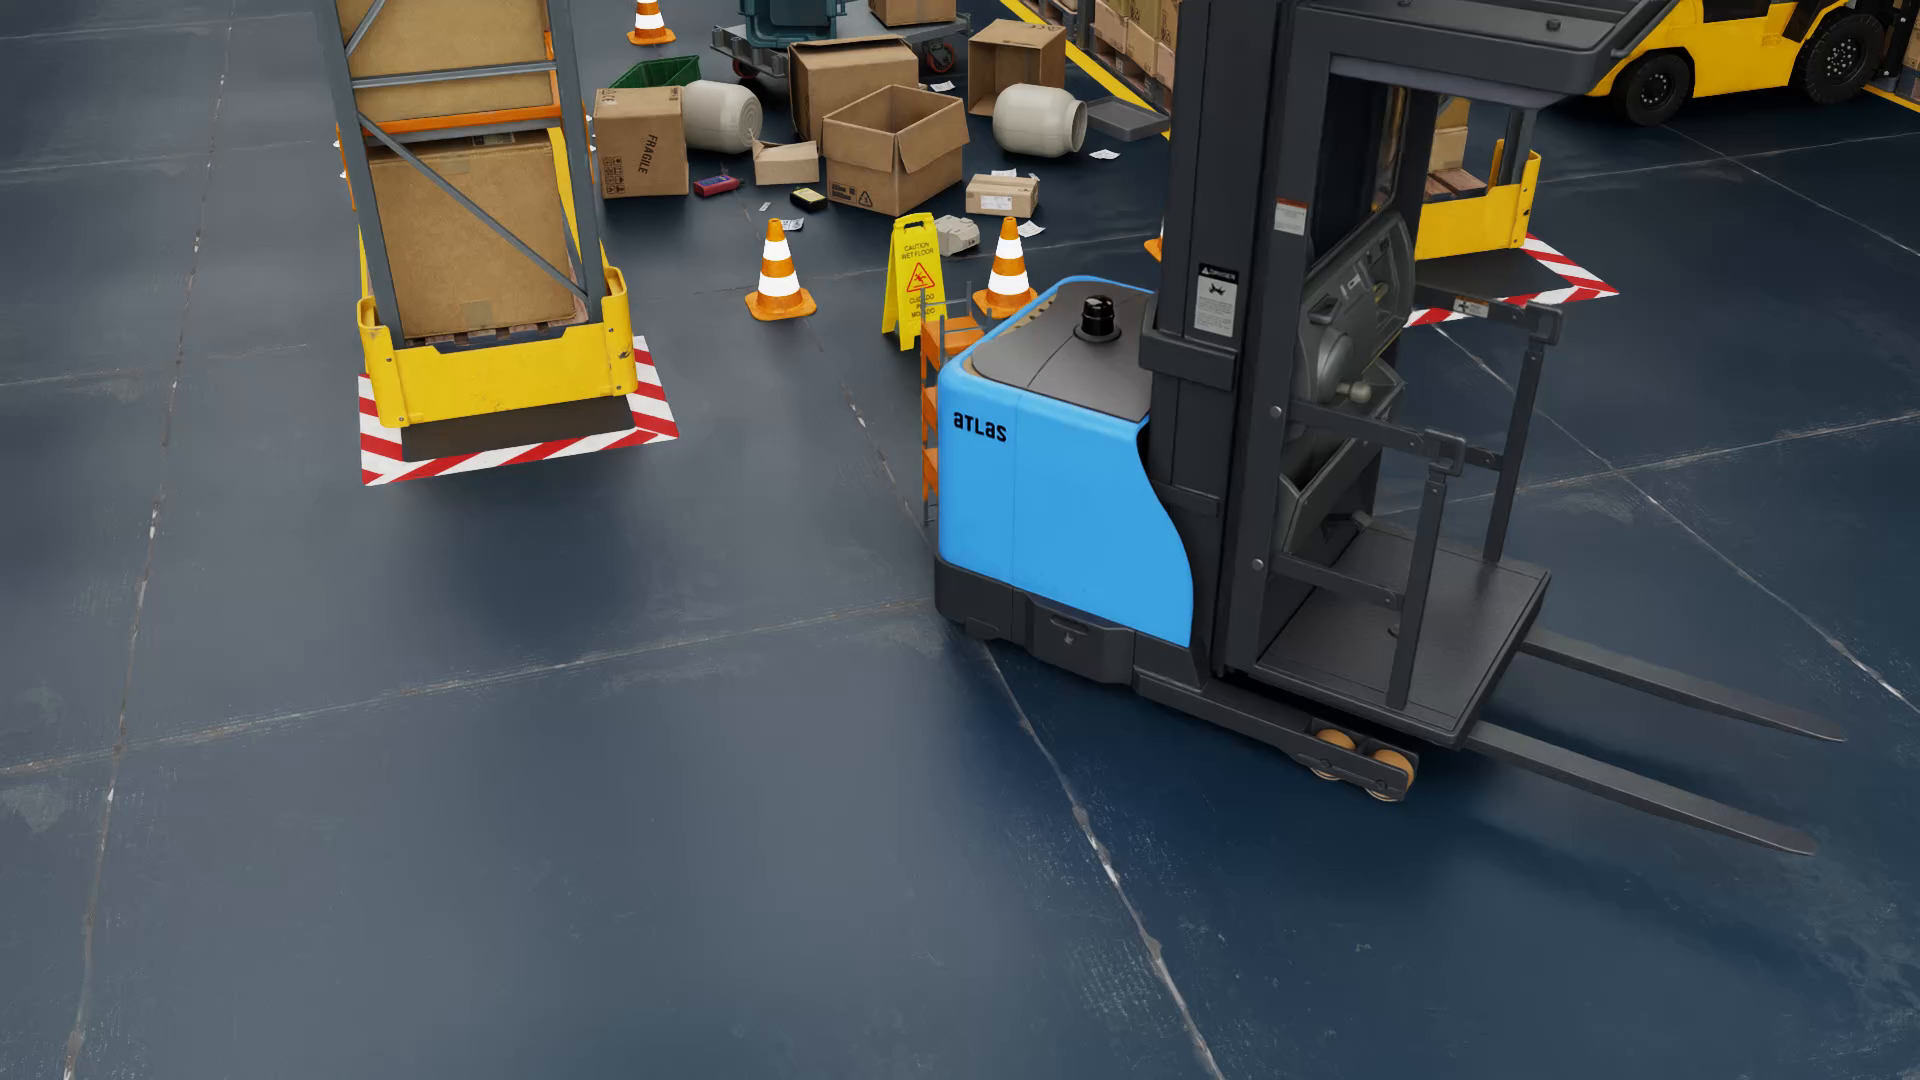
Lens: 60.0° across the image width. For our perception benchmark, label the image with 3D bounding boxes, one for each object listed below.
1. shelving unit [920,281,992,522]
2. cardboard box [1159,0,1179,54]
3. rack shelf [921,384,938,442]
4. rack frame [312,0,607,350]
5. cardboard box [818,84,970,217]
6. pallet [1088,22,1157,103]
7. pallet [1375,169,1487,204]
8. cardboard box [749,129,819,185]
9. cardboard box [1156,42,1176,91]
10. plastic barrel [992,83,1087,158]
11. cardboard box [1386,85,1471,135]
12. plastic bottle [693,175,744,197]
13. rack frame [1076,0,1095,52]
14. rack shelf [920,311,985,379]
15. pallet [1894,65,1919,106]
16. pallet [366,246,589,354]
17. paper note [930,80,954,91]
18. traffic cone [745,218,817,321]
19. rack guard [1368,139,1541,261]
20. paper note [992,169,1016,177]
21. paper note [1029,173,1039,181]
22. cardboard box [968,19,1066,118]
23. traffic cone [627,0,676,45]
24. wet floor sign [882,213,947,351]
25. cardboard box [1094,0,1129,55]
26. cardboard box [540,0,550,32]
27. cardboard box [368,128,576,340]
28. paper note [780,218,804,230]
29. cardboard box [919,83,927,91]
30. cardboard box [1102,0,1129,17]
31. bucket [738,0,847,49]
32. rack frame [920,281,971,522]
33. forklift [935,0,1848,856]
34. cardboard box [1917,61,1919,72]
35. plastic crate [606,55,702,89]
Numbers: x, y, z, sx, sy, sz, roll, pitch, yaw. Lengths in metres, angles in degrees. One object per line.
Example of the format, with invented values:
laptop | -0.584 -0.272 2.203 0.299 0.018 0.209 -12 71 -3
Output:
shelving unit | -0.016 -0.466 6.503 0.215 1.050 0.252 -10 35 -15
cardboard box | 1.601 -3.368 10.560 0.500 0.500 0.500 -8 34 -12
rack shelf | -0.016 -0.457 6.509 0.215 0.259 0.240 -10 35 -15
rack frame | -2.116 -1.949 6.978 1.000 3.000 0.127 -10 35 -15
cardboard box | -0.380 -2.289 9.758 0.637 0.503 0.797 19 38 26
pallet | 1.585 -3.424 11.741 1.003 0.211 1.213 -10 35 -15
pallet | 2.330 -2.143 9.802 1.003 0.211 1.213 -10 35 -15
cardboard box | -1.058 -2.315 10.013 0.396 0.266 0.258 -4 34 -6
cardboard box | 1.608 -3.051 10.759 0.500 0.250 0.500 -10 35 -15
plastic barrel | 0.495 -2.589 10.284 0.512 0.421 0.421 13 36 18
cardboard box | 2.577 -2.657 9.484 0.500 0.500 0.500 -11 35 -16
plastic bottle | -1.432 -2.117 9.898 0.283 0.061 0.133 -23 40 -31
rack frame | 1.347 -4.934 11.496 1.000 3.000 0.127 -10 35 -15
rack shelf | -0.016 -0.694 6.352 0.215 0.259 0.240 -10 35 -15
pallet | 7.020 -2.902 10.950 1.003 0.211 1.213 -10 35 -15
pallet | -2.435 -1.192 8.362 1.003 0.211 1.213 -10 35 -15
paper note | -0.116 -3.130 11.460 0.148 0.019 0.142 -10 35 -15
traffic cone | -0.926 -1.408 8.461 0.336 0.463 0.334 -10 35 -15
rack guard | 2.544 -1.831 9.068 1.175 0.500 0.348 -10 35 -15
paper note | 0.267 -2.223 10.097 0.148 0.019 0.142 1 33 2
paper note | 0.449 -2.197 10.066 0.032 0.001 0.123 -10 35 -15
cardboard box | 0.378 -3.101 10.987 0.500 0.500 0.500 13 36 18
traffic cone | -2.307 -3.948 12.306 0.336 0.463 0.334 -10 35 -15
wet floor sign | -0.222 -1.284 8.108 0.267 0.644 0.232 -16 37 -23
cardboard box | 1.270 -3.607 11.601 0.500 0.250 0.500 -12 35 -17
cardboard box | -2.512 -2.799 8.128 0.875 0.550 0.550 -10 35 -15
cardboard box | -2.386 -1.582 7.970 0.875 0.875 0.875 -10 35 -14
paper note | -0.965 -1.796 9.442 0.144 0.017 0.142 1 33 2
cardboard box | -0.449 -3.005 11.057 0.396 0.266 0.258 19 38 26
cardboard box | 1.270 -3.920 11.394 0.500 0.500 0.500 -8 34 -12
bucket | -1.099 -3.633 11.118 0.726 0.611 0.620 1 23 2
rack frame | -0.054 -0.530 6.600 0.200 1.050 0.008 -10 35 -15
forklift | 1.427 -0.702 5.154 3.031 2.935 1.130 19 38 26
cardboard box | 6.706 -3.155 10.917 0.500 0.250 0.500 -10 35 -15
plastic crate | -2.036 -3.029 11.111 0.450 0.188 0.662 -2 32 16
